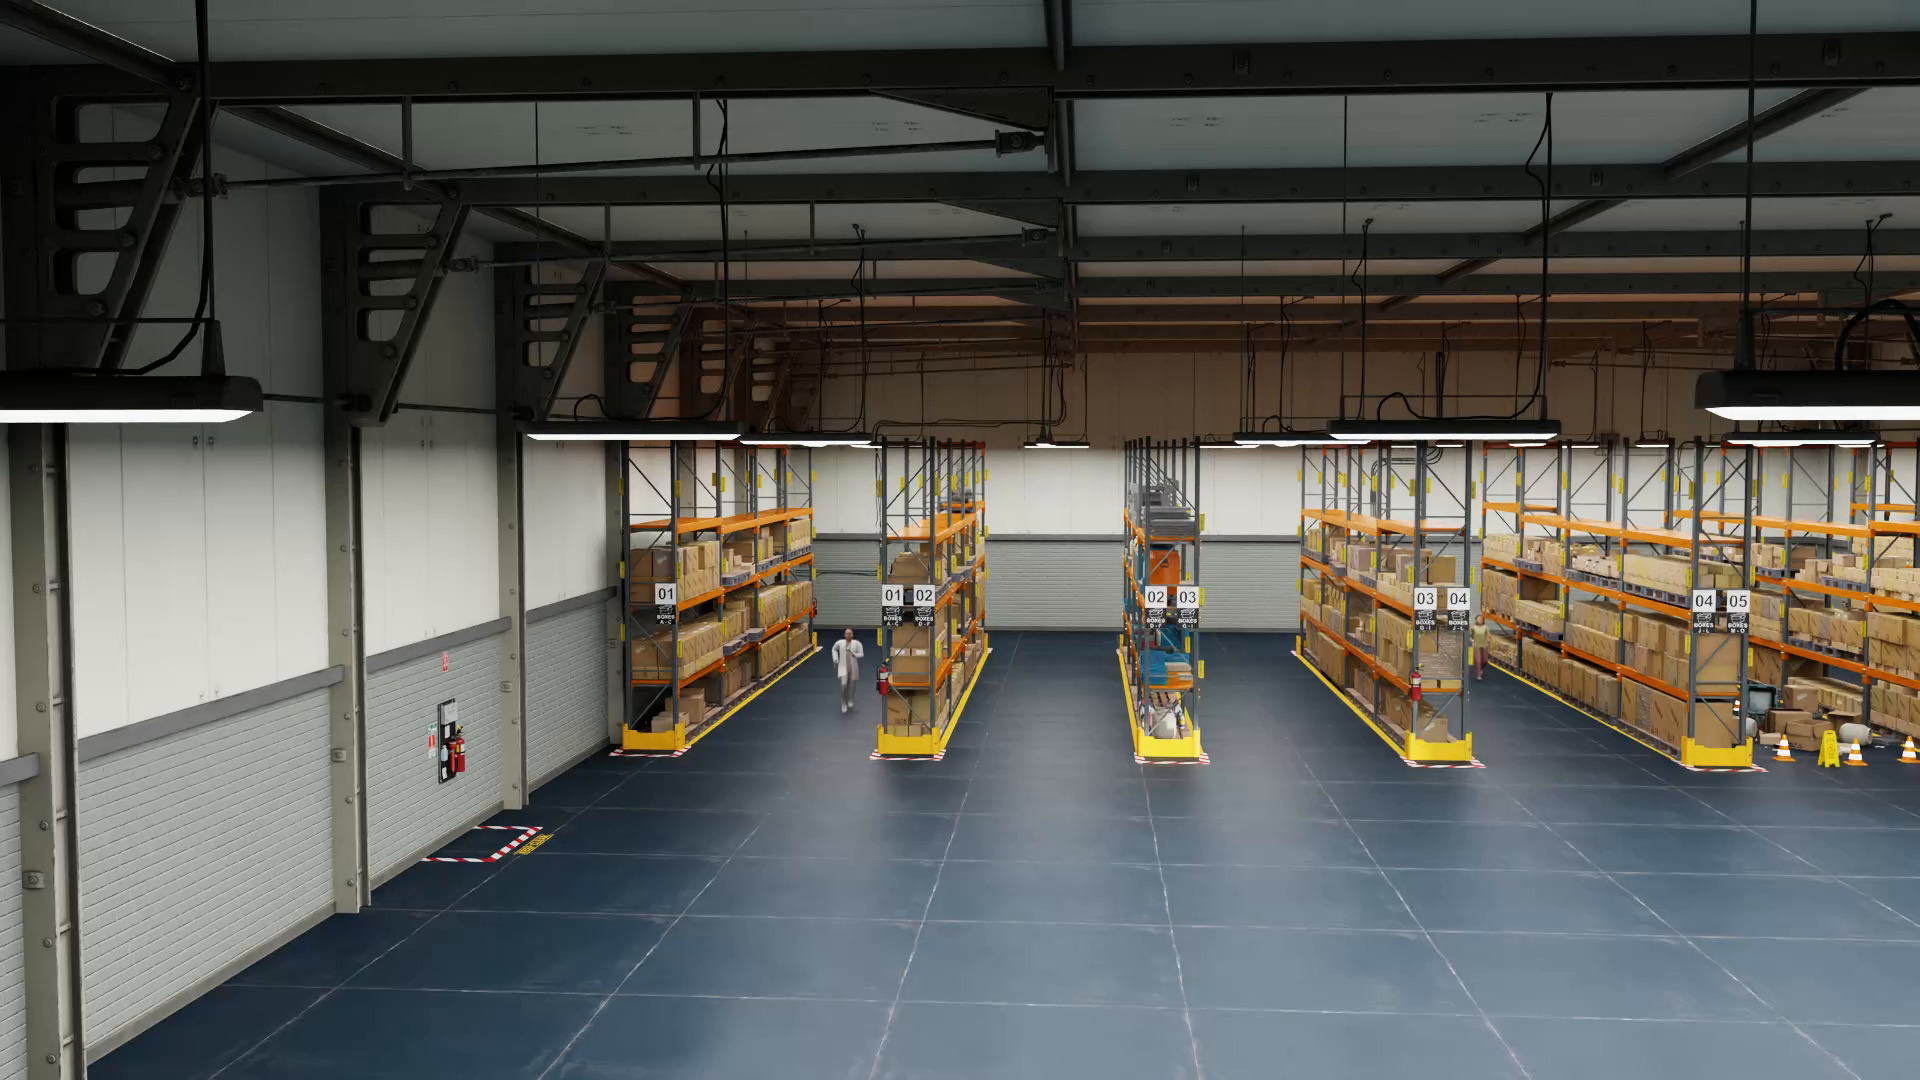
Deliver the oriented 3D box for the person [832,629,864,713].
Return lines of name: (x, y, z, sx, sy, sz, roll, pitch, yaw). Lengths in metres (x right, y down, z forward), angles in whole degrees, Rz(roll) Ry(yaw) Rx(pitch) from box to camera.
person: (-2.462, 2.877, 36.662, 0.670, 1.850, 0.839, 0, 3, -8)

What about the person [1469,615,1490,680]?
person: (12.999, 2.682, 41.647, 0.577, 1.620, 0.566, 0, 3, 5)

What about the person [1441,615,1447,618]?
person: (13.180, 2.432, 45.965, 0.663, 1.629, 0.895, 1, 3, 23)
